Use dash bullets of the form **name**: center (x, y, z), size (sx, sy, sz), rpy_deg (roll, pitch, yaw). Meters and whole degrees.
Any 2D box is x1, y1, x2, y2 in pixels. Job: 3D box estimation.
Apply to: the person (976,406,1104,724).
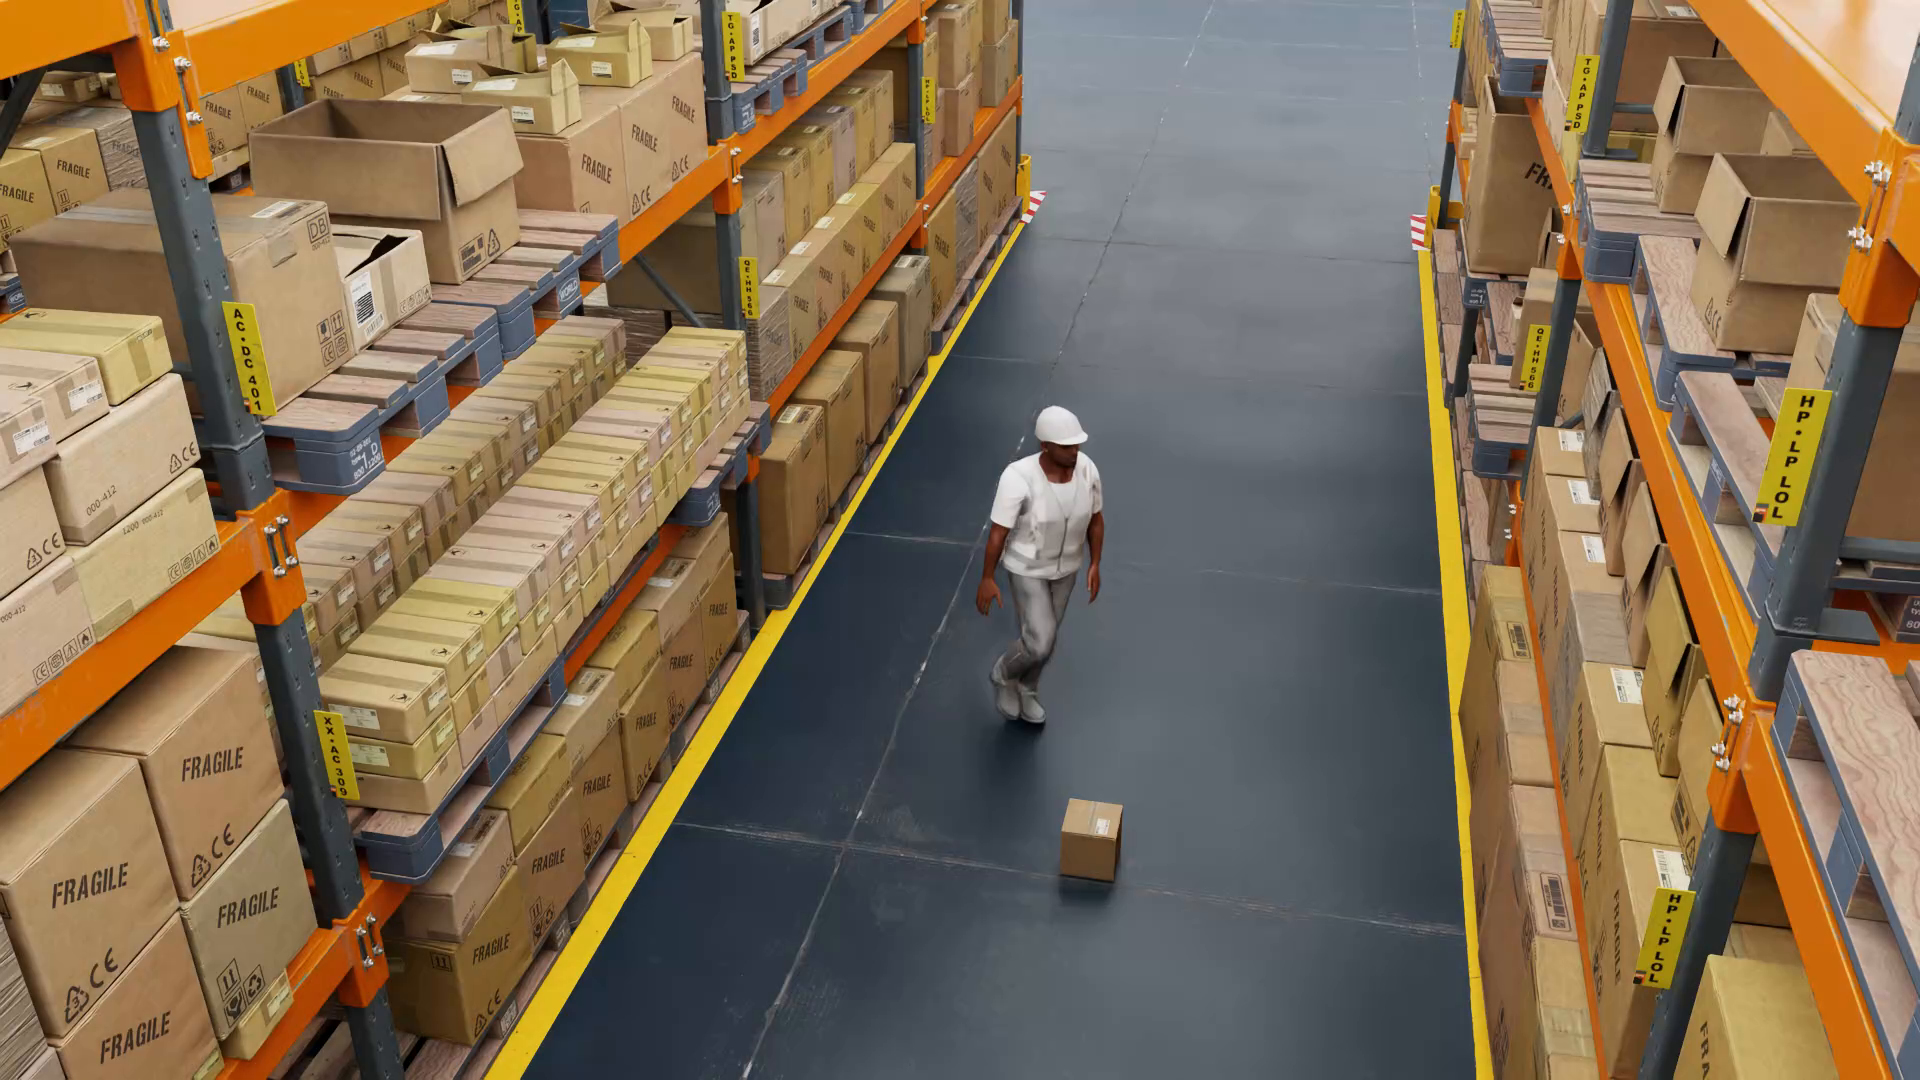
- **person**: center (0.394, 0.153, 8.284), size (0.705, 1.758, 0.459), rpy_deg (-16, 32, -27)
